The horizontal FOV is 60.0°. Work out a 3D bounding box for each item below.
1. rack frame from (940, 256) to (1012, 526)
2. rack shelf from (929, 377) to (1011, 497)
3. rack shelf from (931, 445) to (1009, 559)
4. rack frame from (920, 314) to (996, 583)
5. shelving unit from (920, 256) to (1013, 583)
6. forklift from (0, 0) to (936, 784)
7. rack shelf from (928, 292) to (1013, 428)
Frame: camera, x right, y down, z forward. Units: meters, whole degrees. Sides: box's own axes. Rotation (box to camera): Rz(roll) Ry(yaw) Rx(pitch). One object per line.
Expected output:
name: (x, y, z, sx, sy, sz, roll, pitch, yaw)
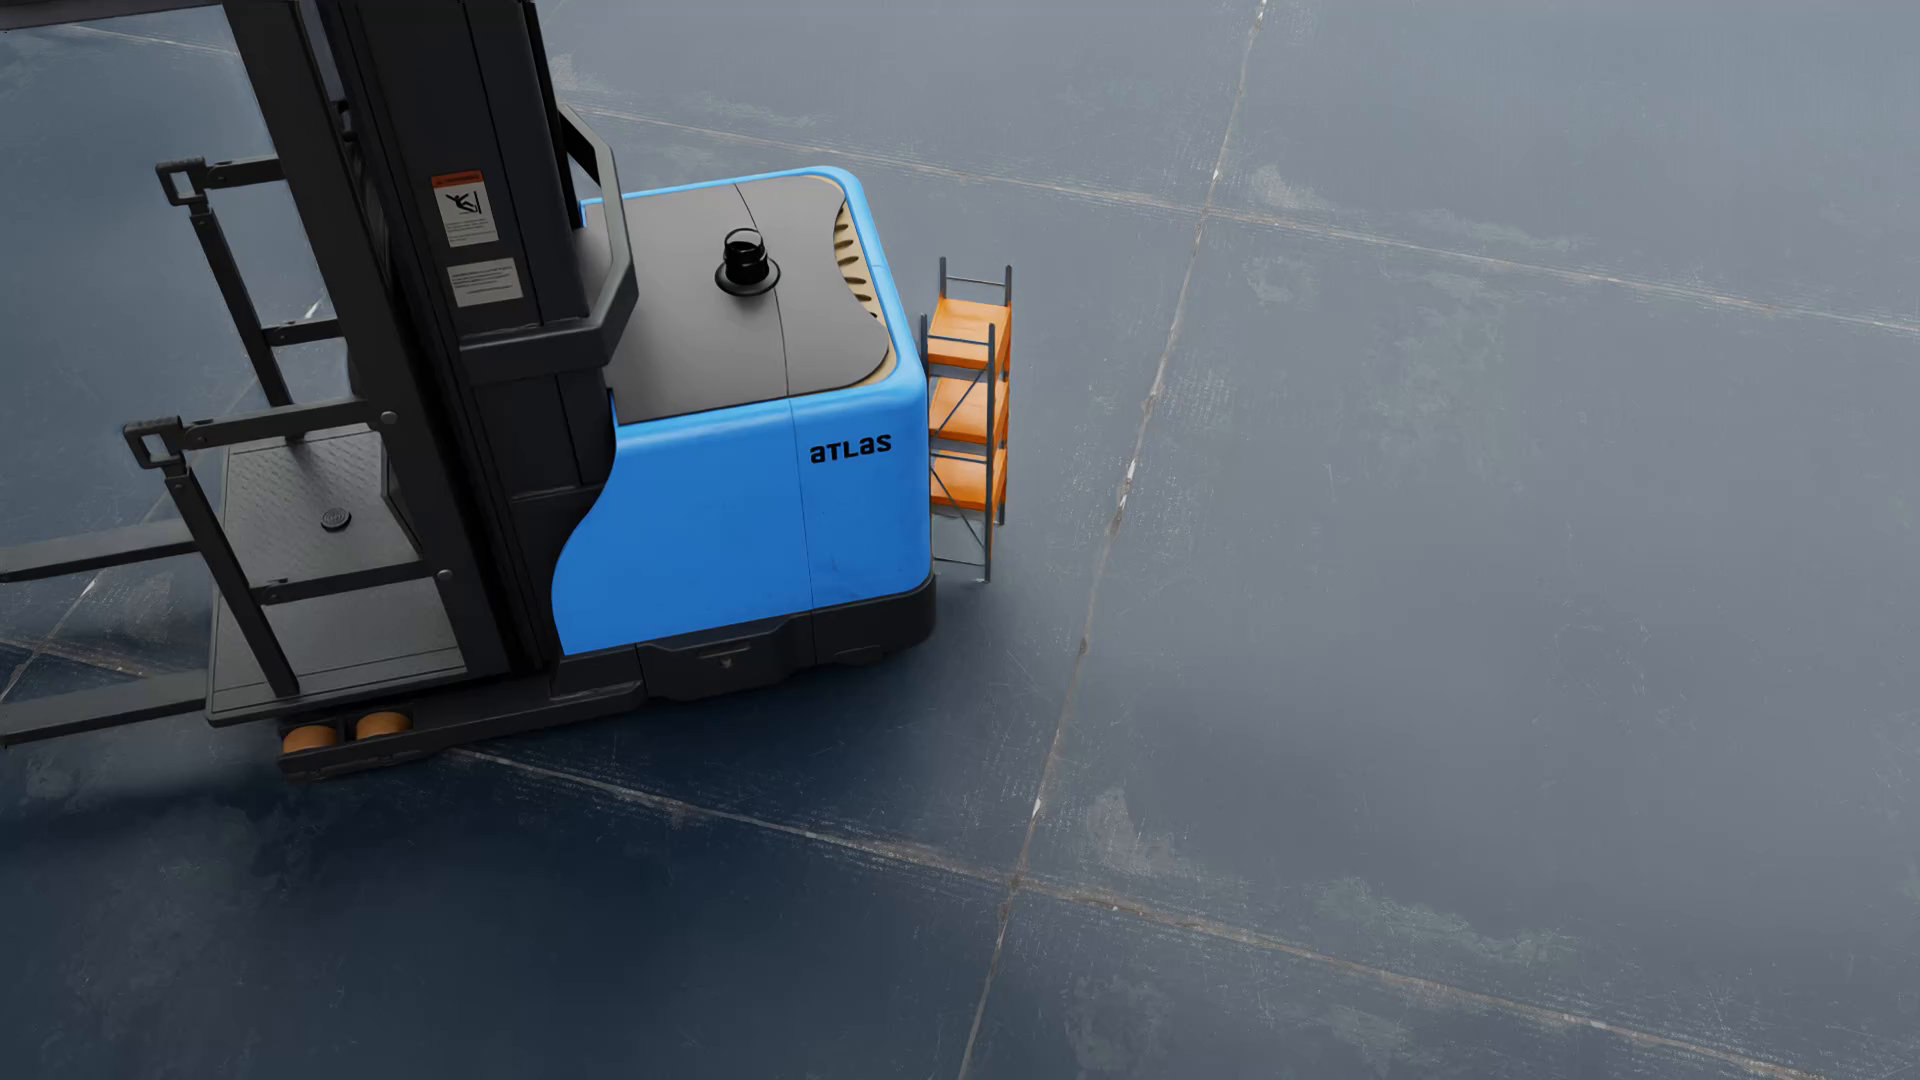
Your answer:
rack frame: (0.043, -0.410, 4.912, 0.200, 1.050, 0.008, 9, 49, 8)
rack shelf: (0.019, -0.314, 4.841, 0.215, 0.259, 0.240, 9, 49, 8)
rack shelf: (0.019, -0.130, 5.049, 0.215, 0.259, 0.240, 9, 49, 8)
rack frame: (-0.006, -0.231, 4.754, 0.200, 1.050, 0.008, 9, 49, 8)
shelving unit: (0.019, -0.321, 4.833, 0.215, 1.050, 0.252, 9, 49, 8)
forklift: (-1.644, -0.737, 3.946, 3.031, 2.935, 1.130, -10, 49, -9)
rack shelf: (0.019, -0.501, 4.628, 0.215, 0.259, 0.240, 9, 49, 8)
